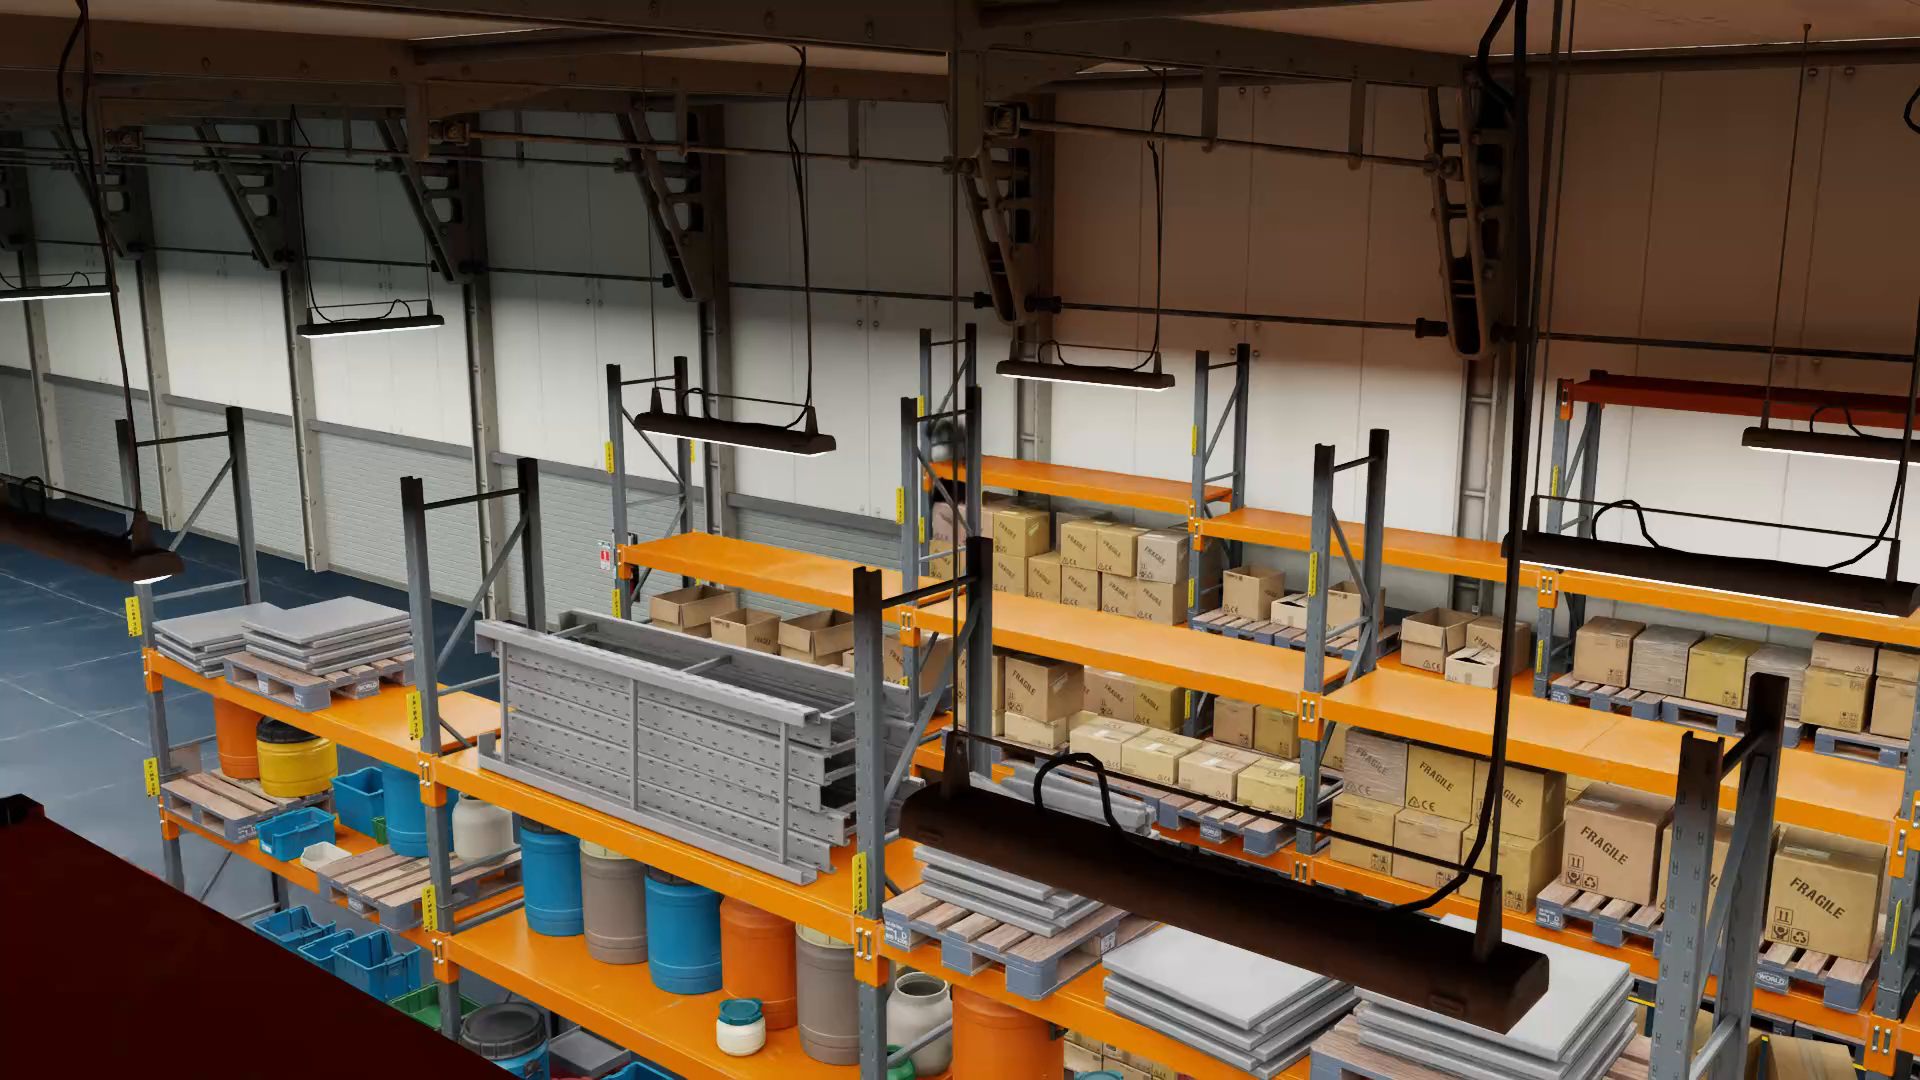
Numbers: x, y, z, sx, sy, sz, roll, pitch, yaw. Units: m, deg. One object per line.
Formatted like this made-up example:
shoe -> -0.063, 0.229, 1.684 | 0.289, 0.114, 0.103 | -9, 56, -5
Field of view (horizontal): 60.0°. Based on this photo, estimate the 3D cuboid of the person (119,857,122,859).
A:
person -> -7.919, 3.779, 15.634 | 0.940, 1.723, 0.669 | -5, 13, -19
